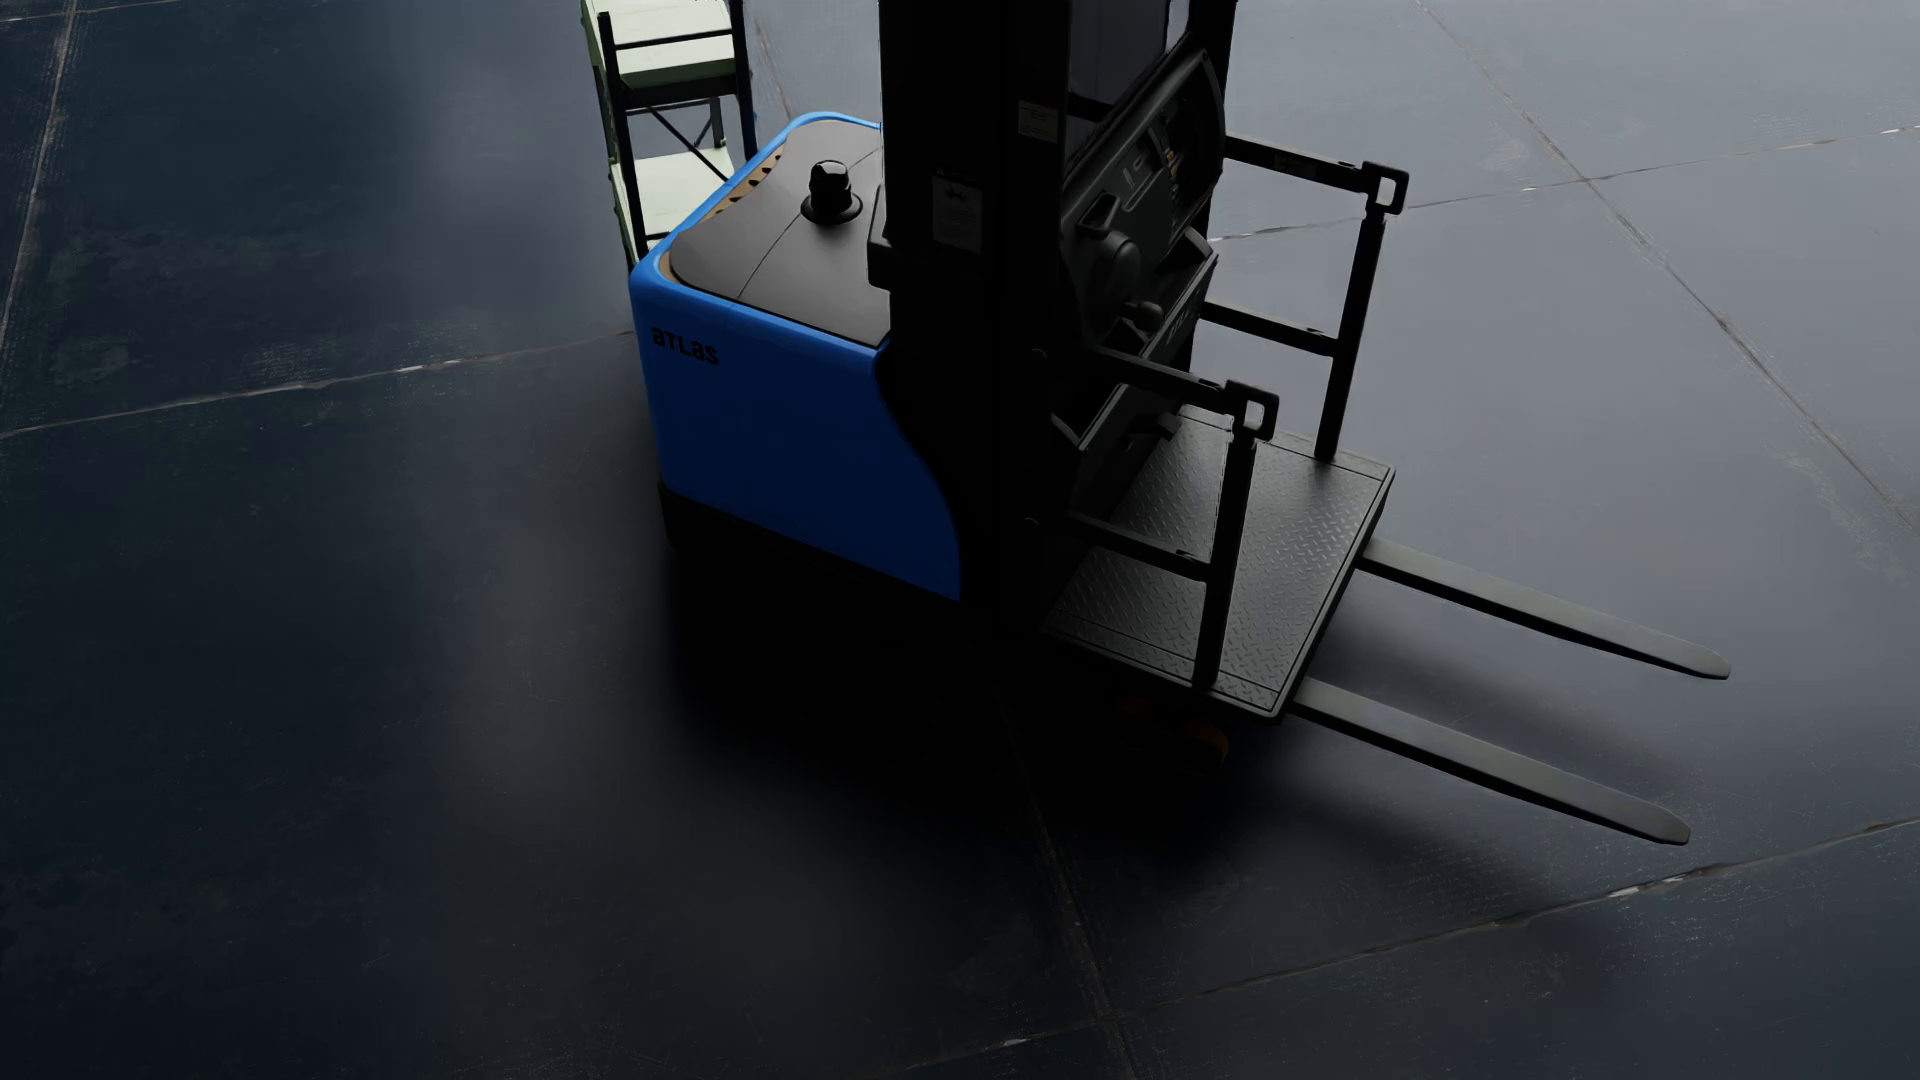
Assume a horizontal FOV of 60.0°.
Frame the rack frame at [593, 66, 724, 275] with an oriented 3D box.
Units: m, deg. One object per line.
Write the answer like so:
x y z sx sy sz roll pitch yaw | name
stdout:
-1.012 -1.458 5.629 0.400 1.500 0.023 -12 47 -11 | rack frame

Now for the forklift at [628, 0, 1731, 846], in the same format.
0.636 -0.809 3.991 3.031 2.935 1.130 20 49 19 | forklift

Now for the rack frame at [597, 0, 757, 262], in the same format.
-0.804 -0.957 5.138 0.400 1.500 0.023 -12 47 -11 | rack frame

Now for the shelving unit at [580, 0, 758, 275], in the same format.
-0.908 -1.207 5.383 0.431 1.500 0.755 -12 47 -11 | shelving unit

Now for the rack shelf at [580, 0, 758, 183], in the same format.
-0.908 -1.481 5.104 0.431 0.370 0.720 -12 47 -11 | rack shelf

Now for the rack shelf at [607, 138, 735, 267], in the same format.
-0.908 -0.979 5.616 0.431 0.370 0.720 -12 47 -11 | rack shelf
